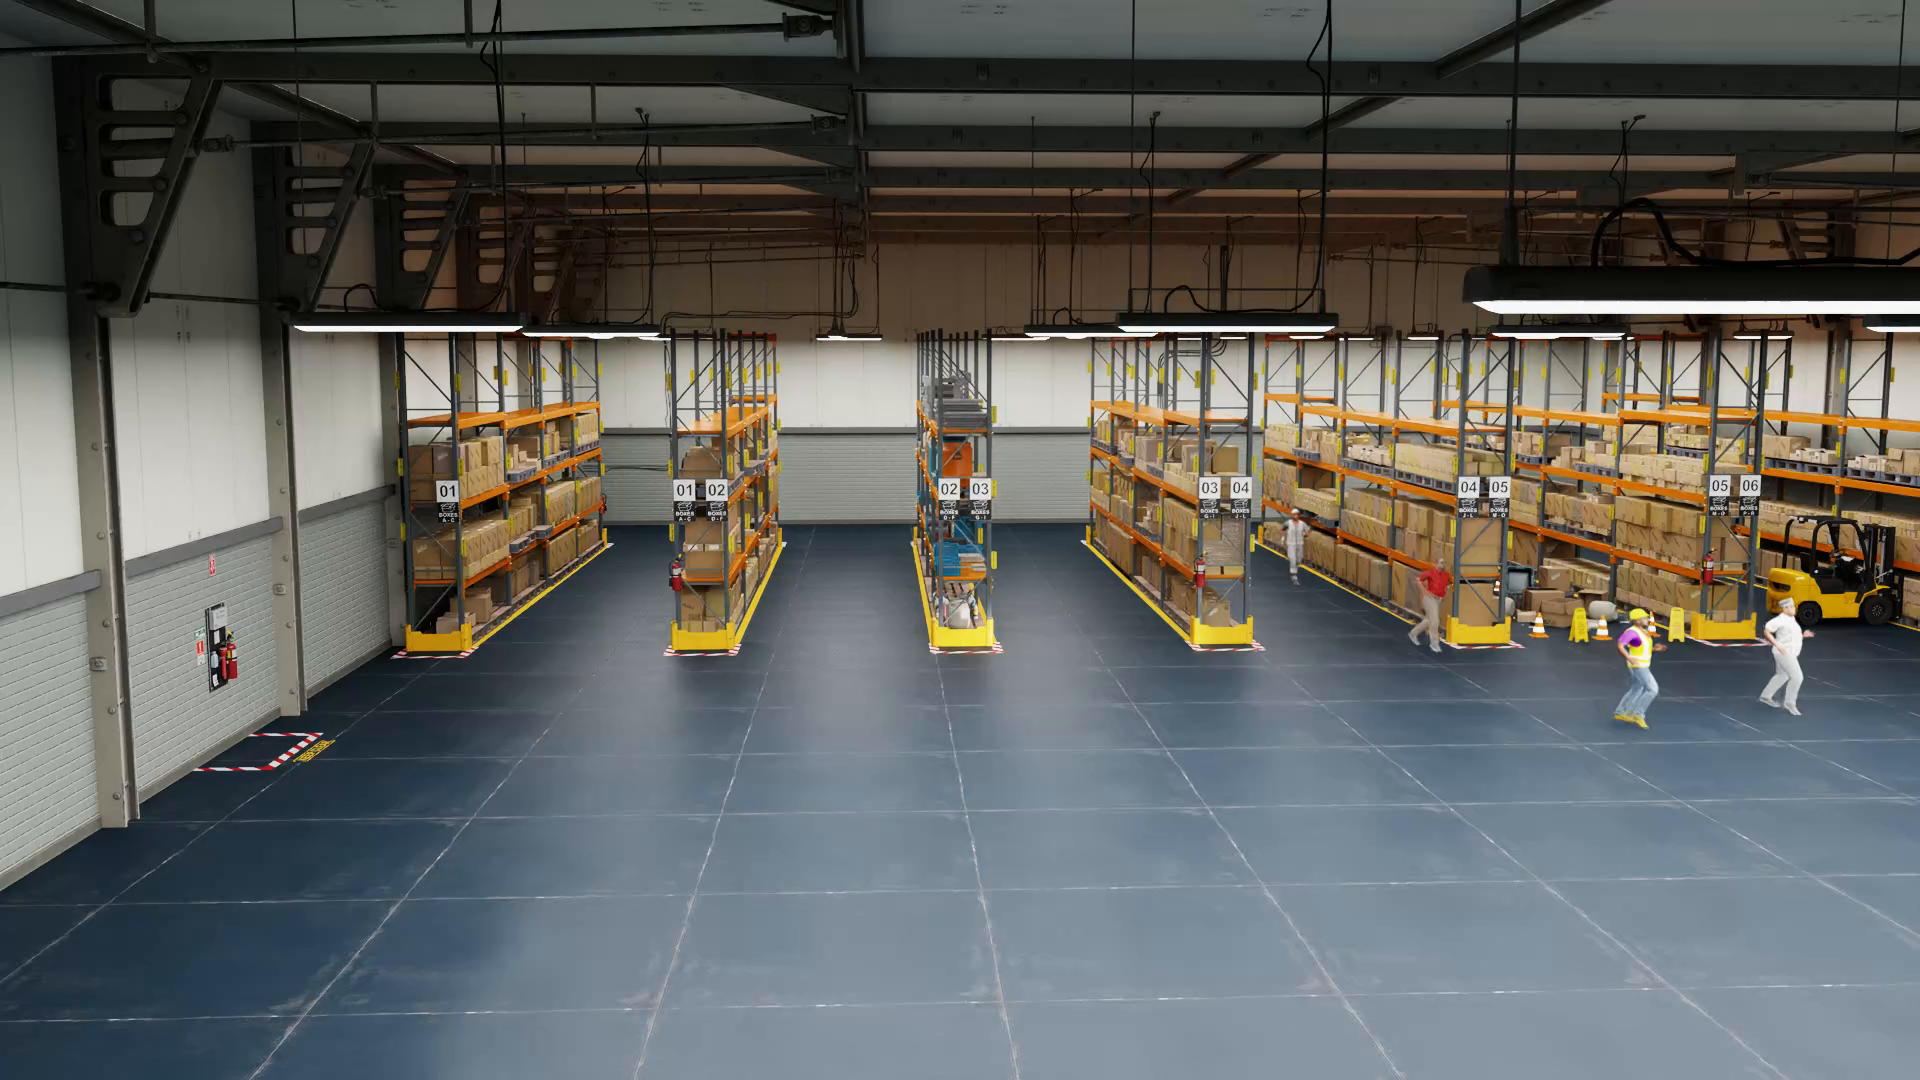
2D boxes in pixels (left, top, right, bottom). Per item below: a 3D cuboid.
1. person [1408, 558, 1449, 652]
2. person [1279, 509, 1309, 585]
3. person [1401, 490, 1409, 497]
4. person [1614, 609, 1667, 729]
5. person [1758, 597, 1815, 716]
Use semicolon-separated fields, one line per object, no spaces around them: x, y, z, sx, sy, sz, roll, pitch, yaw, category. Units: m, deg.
8.936;1.204;31.392;0.676;1.766;0.882;-5;8;-37;person
7.989;0.136;39.655;0.658;1.770;1.005;-1;7;-5;person
13.236;-0.869;49.464;0.551;1.557;0.539;0;7;2;person
10.184;1.928;24.888;0.696;1.809;0.674;3;8;27;person
12.867;1.806;25.893;0.745;1.851;0.639;5;8;36;person
